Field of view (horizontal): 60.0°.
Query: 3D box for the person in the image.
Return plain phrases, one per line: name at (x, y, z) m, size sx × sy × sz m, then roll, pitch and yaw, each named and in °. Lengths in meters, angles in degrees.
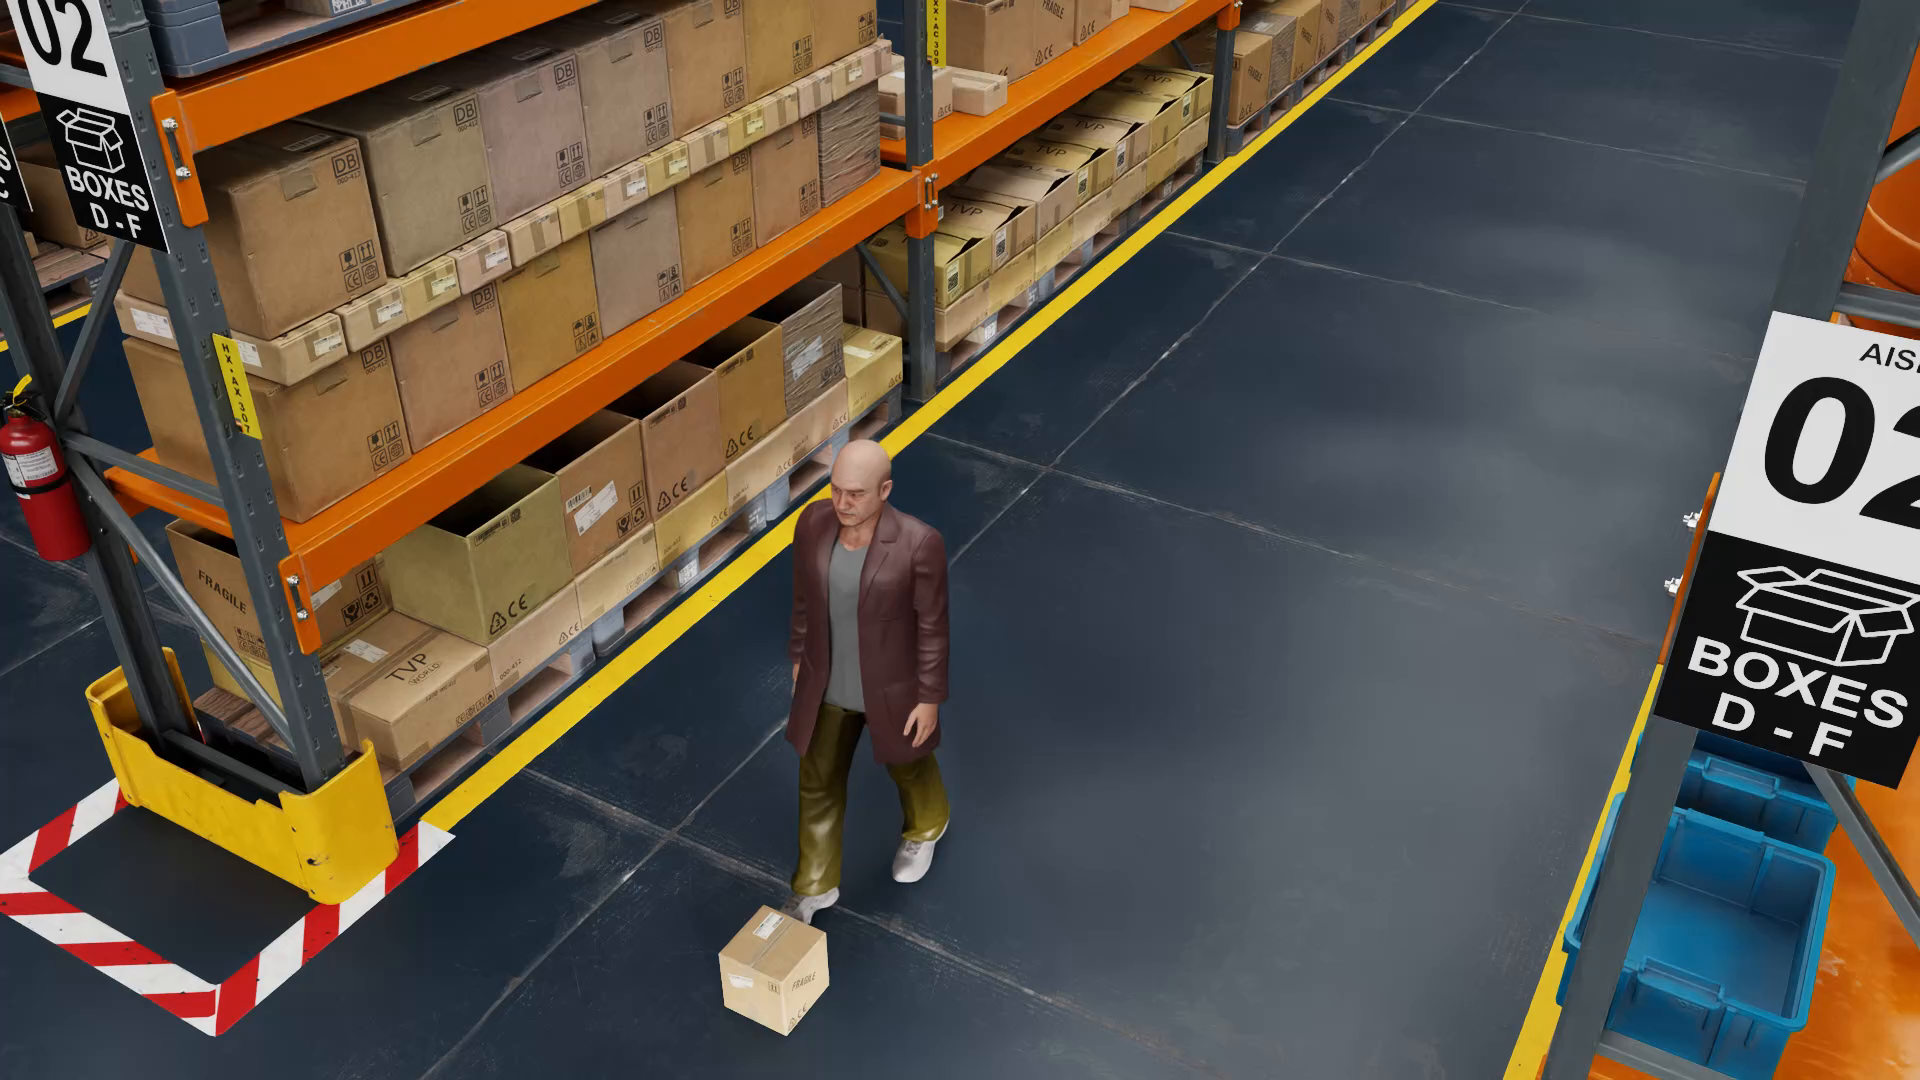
person at (-0.339, 0.493, 5.410) m, size 0.593 × 1.771 × 0.827 m, roll 13°, pitch 36°, yaw 18°
